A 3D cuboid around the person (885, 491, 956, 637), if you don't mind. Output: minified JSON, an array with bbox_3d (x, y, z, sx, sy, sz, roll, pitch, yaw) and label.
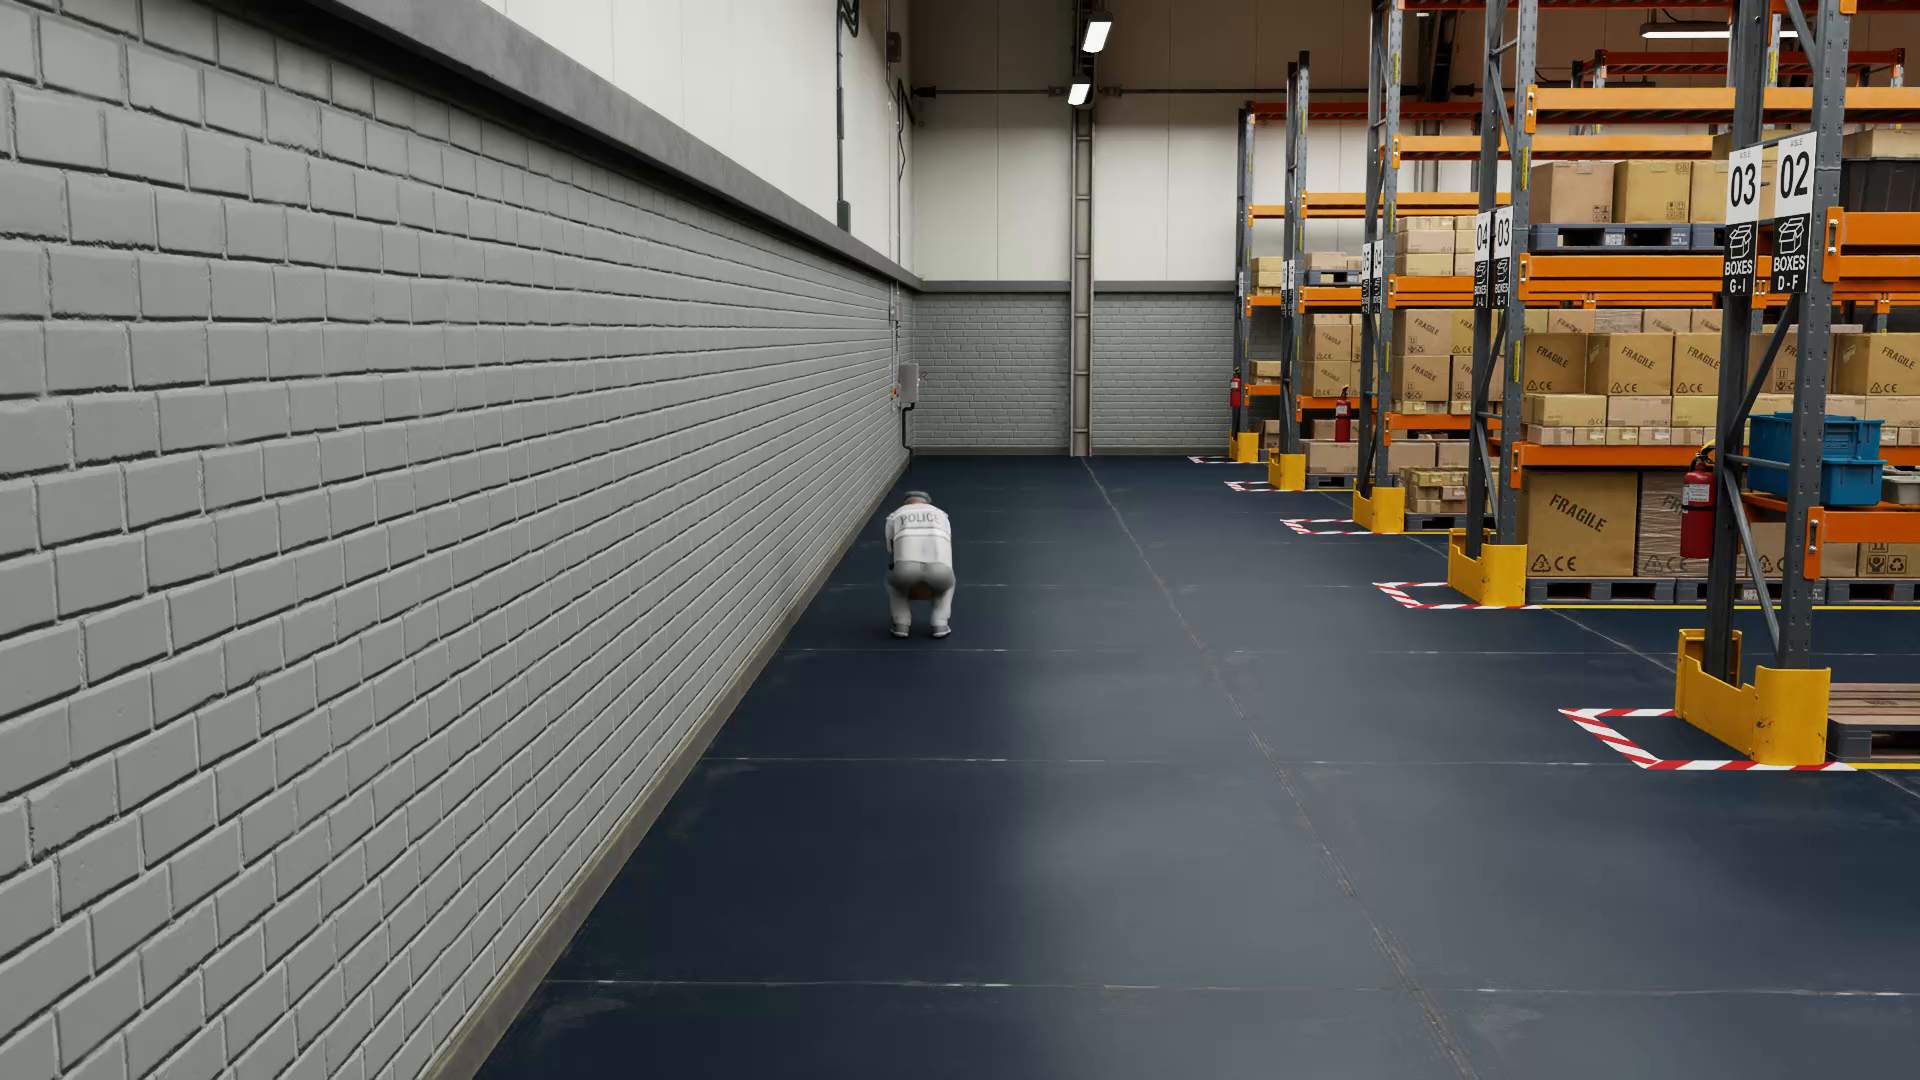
[{"bbox_3d":[-0.294,0.176,12.297,0.532,1.024,0.970,0,7,0],"label":"person"}]
